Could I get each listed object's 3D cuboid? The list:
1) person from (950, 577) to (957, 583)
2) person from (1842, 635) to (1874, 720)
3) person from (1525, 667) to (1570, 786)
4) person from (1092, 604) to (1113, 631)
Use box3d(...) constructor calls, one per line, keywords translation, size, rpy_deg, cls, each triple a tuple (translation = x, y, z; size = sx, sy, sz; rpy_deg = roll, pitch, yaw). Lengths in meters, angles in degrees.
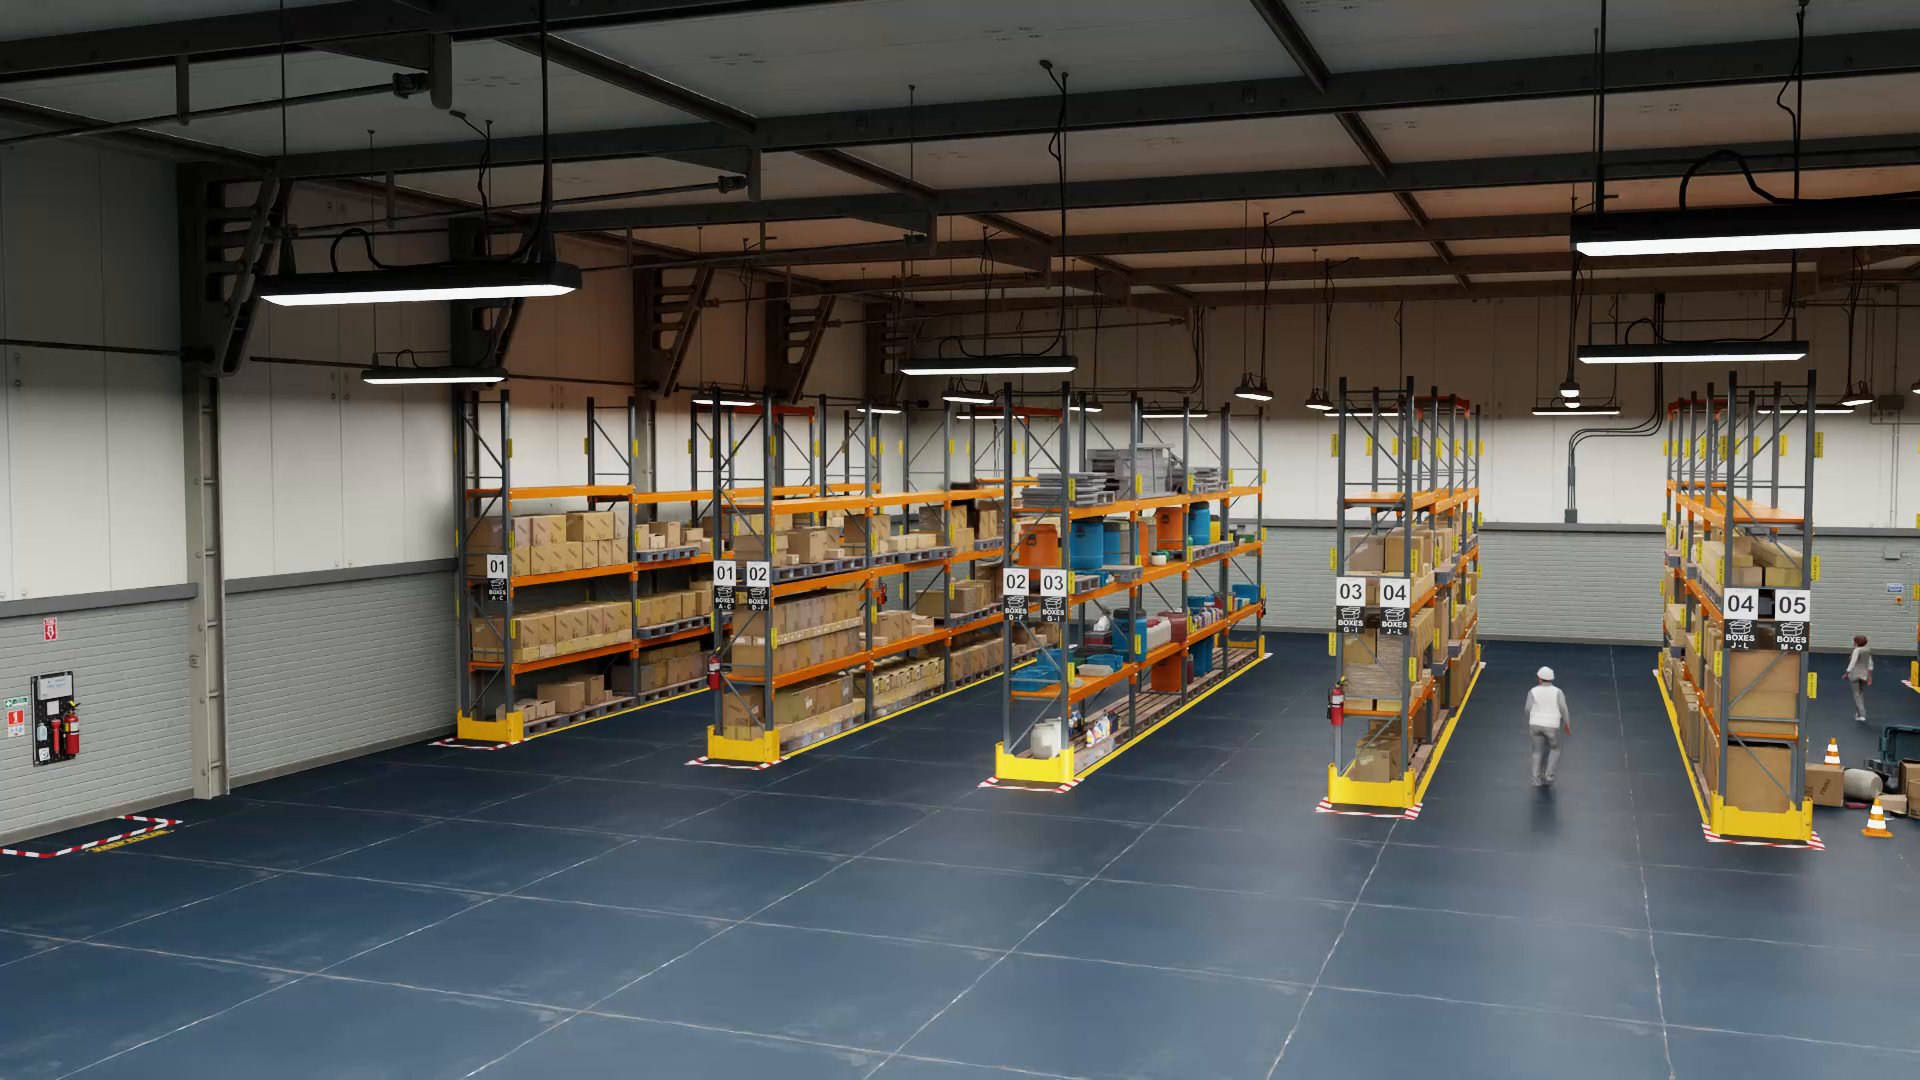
box3d(translation=(-0.188, 1.812, 41.877), size=(0.608, 1.741, 1.066), rpy_deg=(1, 3, 21), cls="person")
box3d(translation=(16.487, 2.519, 30.526), size=(0.503, 1.579, 0.841), rpy_deg=(1, 3, 9), cls="person")
box3d(translation=(8.716, 2.815, 24.728), size=(0.668, 1.839, 0.570), rpy_deg=(3, 4, 45), cls="person")
box3d(translation=(2.877, 2.136, 33.942), size=(0.477, 1.679, 0.545), rpy_deg=(0, 3, 1), cls="person")
